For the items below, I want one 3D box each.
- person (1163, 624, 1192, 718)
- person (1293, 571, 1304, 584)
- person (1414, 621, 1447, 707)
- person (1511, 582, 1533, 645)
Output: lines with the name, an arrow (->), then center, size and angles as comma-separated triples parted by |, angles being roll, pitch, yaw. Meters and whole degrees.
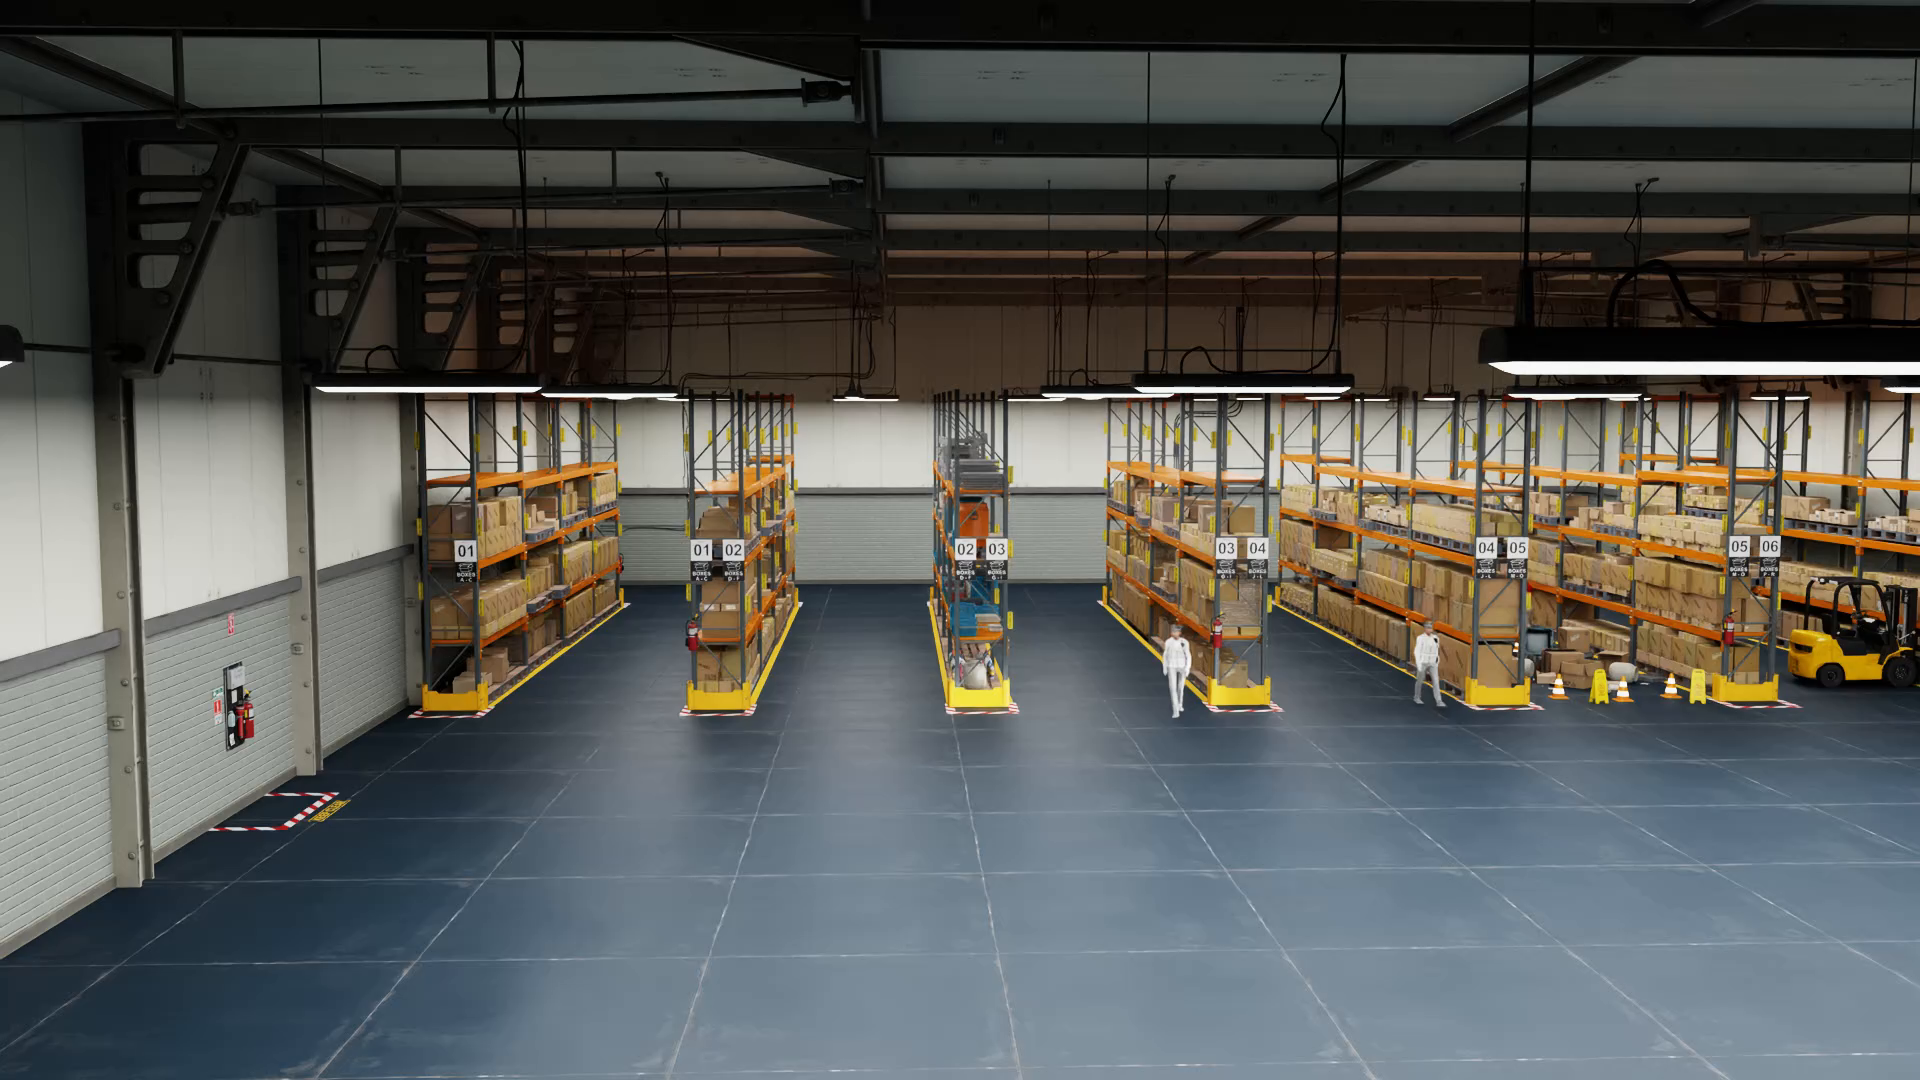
person -> 4.016, 2.397, 30.704 | 0.510, 1.691, 0.771 | 0, 5, 3
person -> 10.356, 0.758, 50.413 | 0.547, 1.673, 0.457 | -5, 7, -44
person -> 8.850, 2.333, 31.371 | 0.532, 1.630, 1.004 | 0, 5, 0
person -> 13.382, 1.640, 39.378 | 0.528, 1.700, 0.541 | -2, 5, -23
